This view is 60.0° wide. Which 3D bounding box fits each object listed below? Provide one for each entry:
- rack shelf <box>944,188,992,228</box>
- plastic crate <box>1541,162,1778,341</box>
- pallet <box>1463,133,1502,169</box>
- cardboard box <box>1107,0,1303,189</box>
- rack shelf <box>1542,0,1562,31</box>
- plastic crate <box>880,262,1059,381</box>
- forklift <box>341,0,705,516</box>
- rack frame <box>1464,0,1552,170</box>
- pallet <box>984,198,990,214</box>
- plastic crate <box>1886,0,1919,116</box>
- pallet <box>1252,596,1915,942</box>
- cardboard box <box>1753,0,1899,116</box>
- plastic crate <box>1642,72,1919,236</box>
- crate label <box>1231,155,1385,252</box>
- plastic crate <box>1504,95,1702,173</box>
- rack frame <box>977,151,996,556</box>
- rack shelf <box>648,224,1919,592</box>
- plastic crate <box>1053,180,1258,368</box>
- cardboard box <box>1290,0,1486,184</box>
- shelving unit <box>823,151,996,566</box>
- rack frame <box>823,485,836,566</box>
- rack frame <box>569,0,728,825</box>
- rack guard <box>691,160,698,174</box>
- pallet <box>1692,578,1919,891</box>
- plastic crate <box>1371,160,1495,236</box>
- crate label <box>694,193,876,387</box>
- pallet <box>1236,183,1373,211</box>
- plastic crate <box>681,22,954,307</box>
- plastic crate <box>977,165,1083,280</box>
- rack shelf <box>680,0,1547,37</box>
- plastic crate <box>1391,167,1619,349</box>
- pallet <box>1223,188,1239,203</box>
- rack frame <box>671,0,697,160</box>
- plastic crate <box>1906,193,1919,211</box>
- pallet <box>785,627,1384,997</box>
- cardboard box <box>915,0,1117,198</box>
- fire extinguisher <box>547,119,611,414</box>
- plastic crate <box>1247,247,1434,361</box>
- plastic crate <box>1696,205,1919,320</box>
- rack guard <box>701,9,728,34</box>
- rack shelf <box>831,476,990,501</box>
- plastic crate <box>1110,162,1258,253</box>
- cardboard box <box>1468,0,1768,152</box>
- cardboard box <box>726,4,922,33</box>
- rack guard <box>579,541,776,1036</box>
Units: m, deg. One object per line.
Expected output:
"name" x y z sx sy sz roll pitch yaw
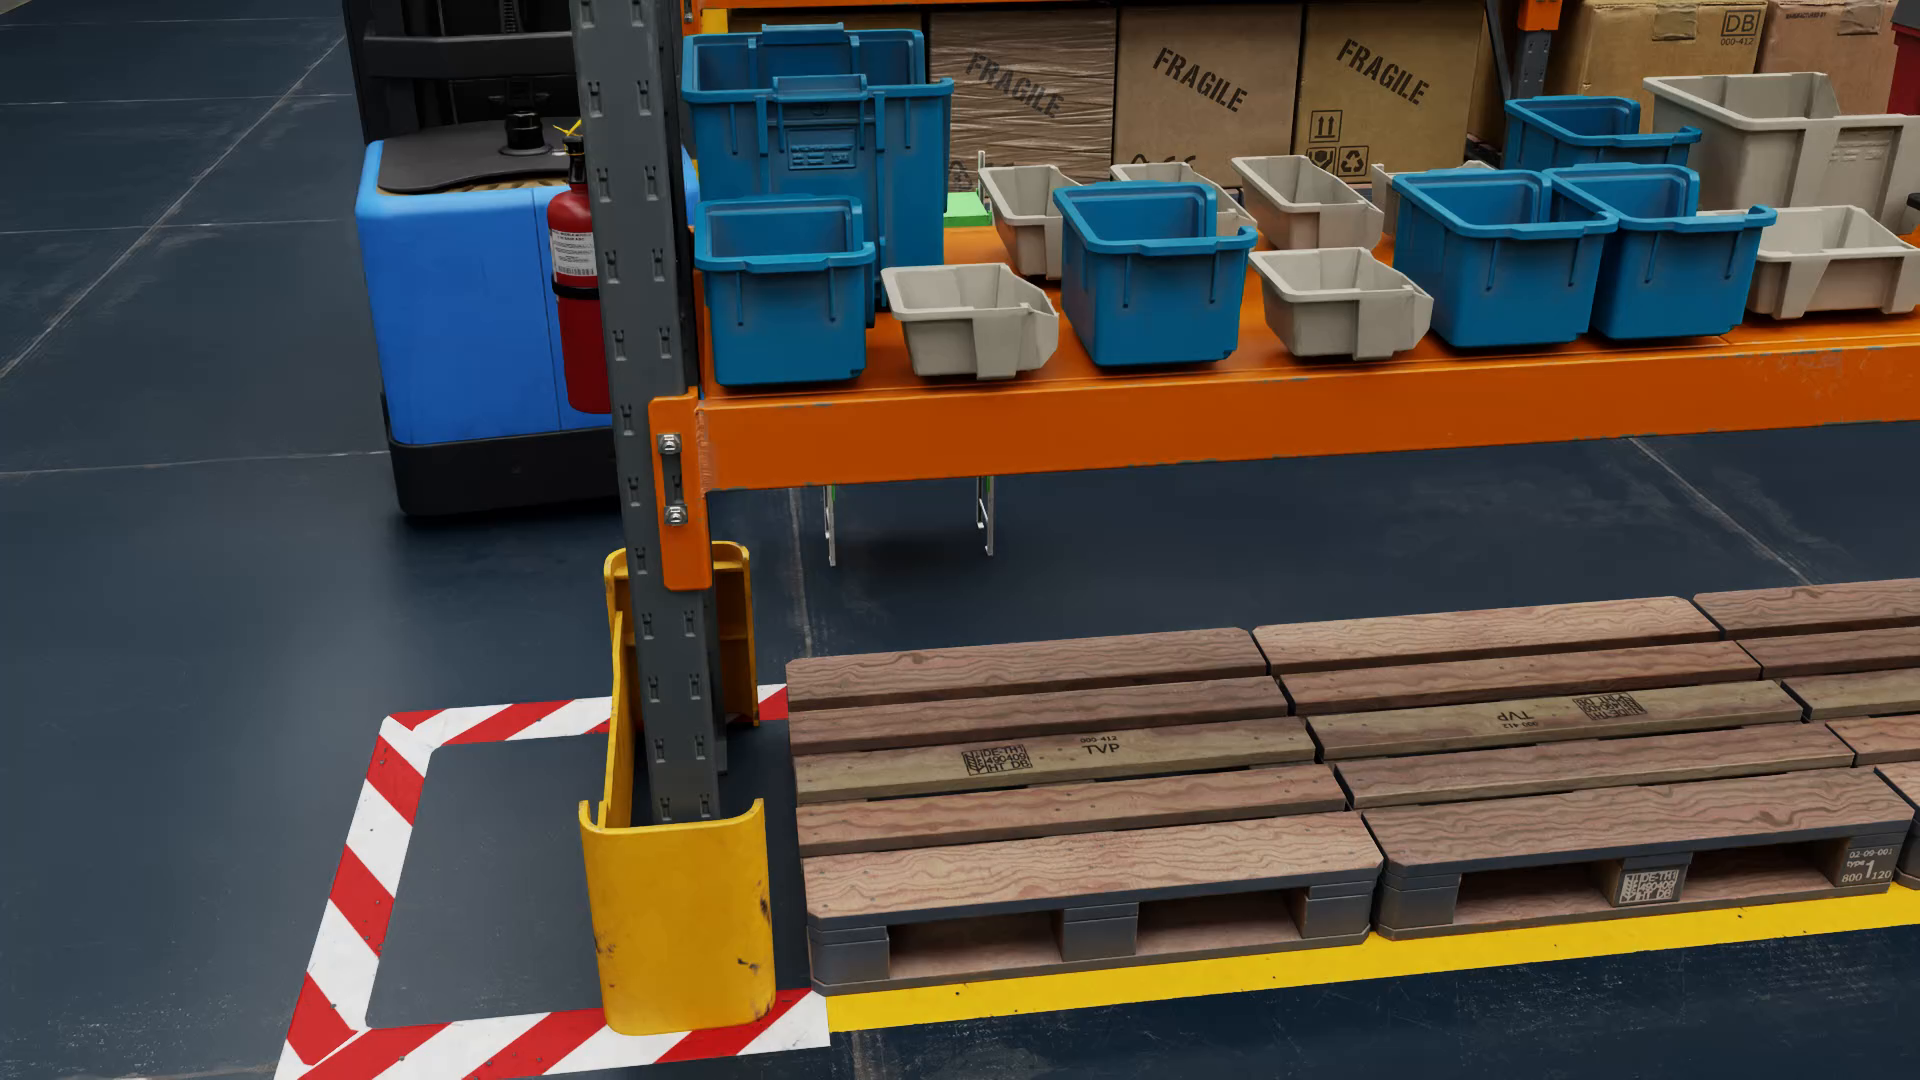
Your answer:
"rack shelf" -0.164 -0.894 4.766 0.480 0.148 0.258 -4 27 -7
"plastic crate" 1.292 -0.545 3.144 0.300 0.233 0.416 -4 27 -7
"pallet" 3.425 -1.959 8.837 1.213 0.211 1.003 -4 27 -7
"cardboard box" 1.115 -2.295 8.304 0.875 0.875 0.875 -4 27 -7
"rack shelf" 4.652 -2.924 8.450 4.000 0.370 1.077 -4 27 -7
"plastic crate" 0.020 -0.382 2.932 0.298 0.136 0.250 -4 27 -7
"forklift" -1.650 -2.033 6.001 1.130 2.935 3.031 -7 28 -13
"rack frame" 2.671 -3.117 8.038 0.127 3.000 1.000 -4 27 -7
"pallet" -0.509 -1.708 8.347 1.213 0.211 1.003 -4 27 -7
"plastic crate" 2.442 -0.989 3.756 0.583 0.464 0.402 -4 27 -7
"pallet" 1.428 0.507 4.032 1.213 0.211 1.003 -4 27 -7
"cardboard box" 4.187 -2.465 8.636 0.875 0.875 1.225 -5 28 -9
"plastic crate" 1.824 -0.838 3.661 0.530 0.282 0.437 -4 27 -7
"crate label" 0.744 -0.707 3.565 0.243 0.136 0.396 -4 27 -7
"plastic crate" 1.398 -0.822 3.684 0.300 0.233 0.416 -4 27 -7
"rack frame" 0.078 -0.539 4.986 0.015 1.200 0.240 -4 27 -7
"rack shelf" 1.381 -0.430 3.591 4.000 0.370 1.077 -4 27 -7
"plastic crate" 0.343 -0.484 3.025 0.300 0.233 0.416 -4 27 -7
"cardboard box" 2.007 -2.352 8.416 0.875 0.875 0.875 -4 27 -7
"shelving unit" -0.164 -0.523 4.956 0.503 1.200 0.258 -4 27 -7
"rack frame" -0.406 -0.508 4.925 0.015 1.200 0.240 -4 27 -7
"rack frame" -0.600 -0.623 3.179 0.127 3.000 1.000 -4 27 -7
"rack guard" -1.313 -1.748 8.110 0.348 0.500 1.175 -4 27 -7
"pallet" 2.639 0.427 4.186 1.213 0.211 1.003 -4 27 -7
"plastic crate" 1.035 -0.734 3.618 0.250 0.136 0.298 -4 27 -7
"crate label" -0.309 -0.442 2.944 0.303 0.233 0.416 -4 27 -7
"pallet" 1.908 -1.863 8.649 1.213 0.211 1.003 -4 27 -7
"plastic crate" -0.294 -0.771 3.363 0.499 0.435 0.616 -4 27 -7
"plastic crate" 0.183 -0.666 3.486 0.243 0.136 0.396 -4 27 -7
"rack shelf" 0.691 -2.669 7.955 4.000 0.370 1.077 -4 27 -7
"plastic crate" 0.995 -0.526 3.107 0.300 0.233 0.416 -4 27 -7
"pallet" 0.697 -1.784 8.495 1.213 0.211 1.003 -4 27 -7
"rack frame" -1.290 -2.862 7.542 0.127 3.000 1.000 -4 27 -7
"plastic crate" 2.291 -0.589 3.348 0.590 0.125 0.437 -4 27 -7
"pallet" 0.223 0.583 3.883 1.213 0.211 1.003 -4 27 -7
"cardboard box" 0.234 -2.238 8.194 0.875 0.875 0.875 -4 27 -7
"fire extinguisher" -0.812 -0.619 3.663 0.183 0.674 0.296 -4 27 -7
"plastic crate" 0.692 -0.425 3.017 0.298 0.136 0.250 -4 27 -7
"plastic crate" 1.679 -0.540 3.240 0.466 0.136 0.293 -4 27 -7
"rack guard" -1.805 -4.003 12.505 0.348 0.500 1.175 -4 27 -7
"rack shelf" -0.164 -0.253 5.094 0.480 0.148 0.258 -4 27 -7
"plastic crate" 0.472 -0.678 3.509 0.243 0.136 0.396 -4 27 -7
"cardboard box" 3.302 -2.408 8.524 0.875 0.875 1.225 -4 27 -7
"cardboard box" -0.667 -2.181 8.081 0.875 0.875 0.875 -4 27 -7
"rack guard" -0.621 0.496 3.735 0.348 0.500 1.175 -4 27 -7
